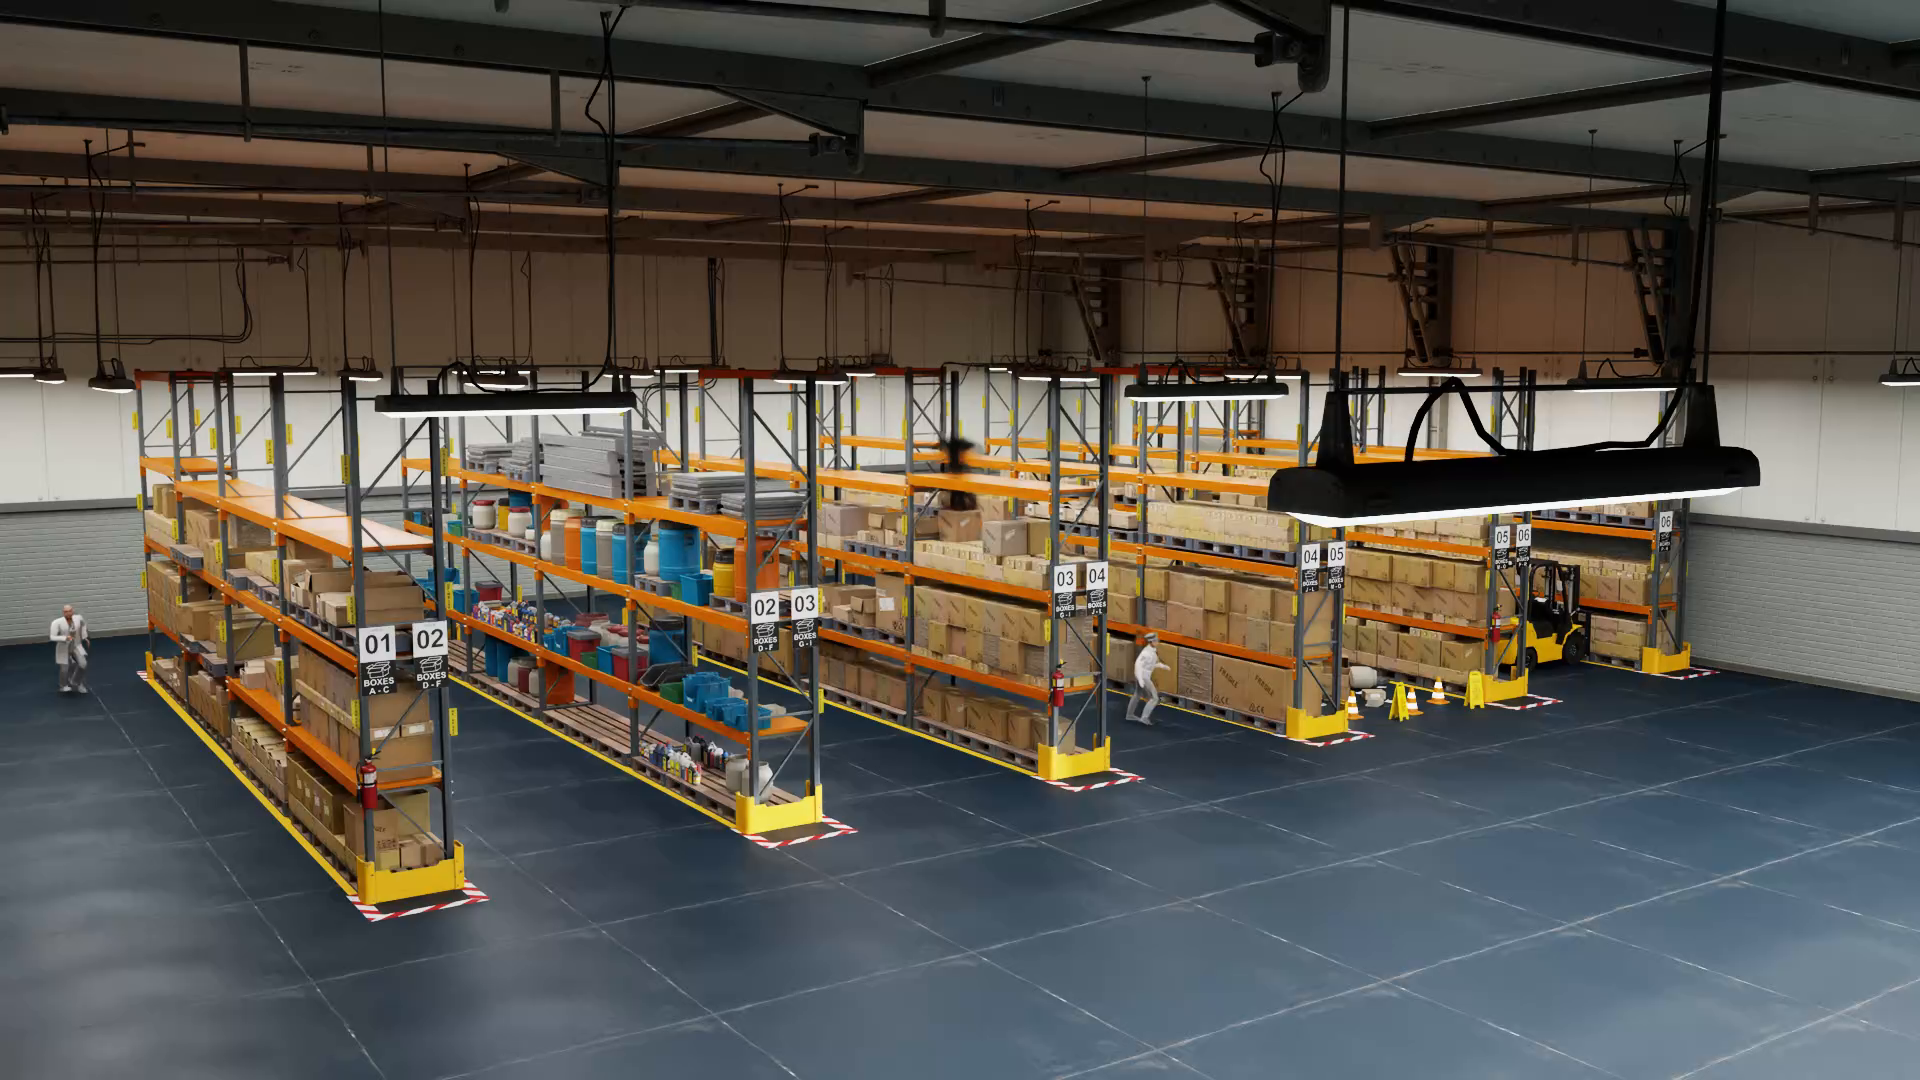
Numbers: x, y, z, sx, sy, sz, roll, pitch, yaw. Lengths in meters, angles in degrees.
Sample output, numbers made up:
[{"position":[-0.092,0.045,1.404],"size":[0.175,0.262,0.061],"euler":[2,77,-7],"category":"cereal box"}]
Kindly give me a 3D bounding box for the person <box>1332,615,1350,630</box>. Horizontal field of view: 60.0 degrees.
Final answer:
[{"position":[8.327,1.480,35.836],"size":[0.650,1.652,0.811],"euler":[-6,9,-43],"category":"person"}]

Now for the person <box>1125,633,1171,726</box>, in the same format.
[{"position":[3.202,2.370,28.352],"size":[0.771,1.640,0.630],"euler":[1,7,8],"category":"person"}]

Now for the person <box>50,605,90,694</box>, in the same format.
[{"position":[-16.441,2.023,30.737],"size":[0.724,1.701,0.995],"euler":[-6,9,-44],"category":"person"}]
